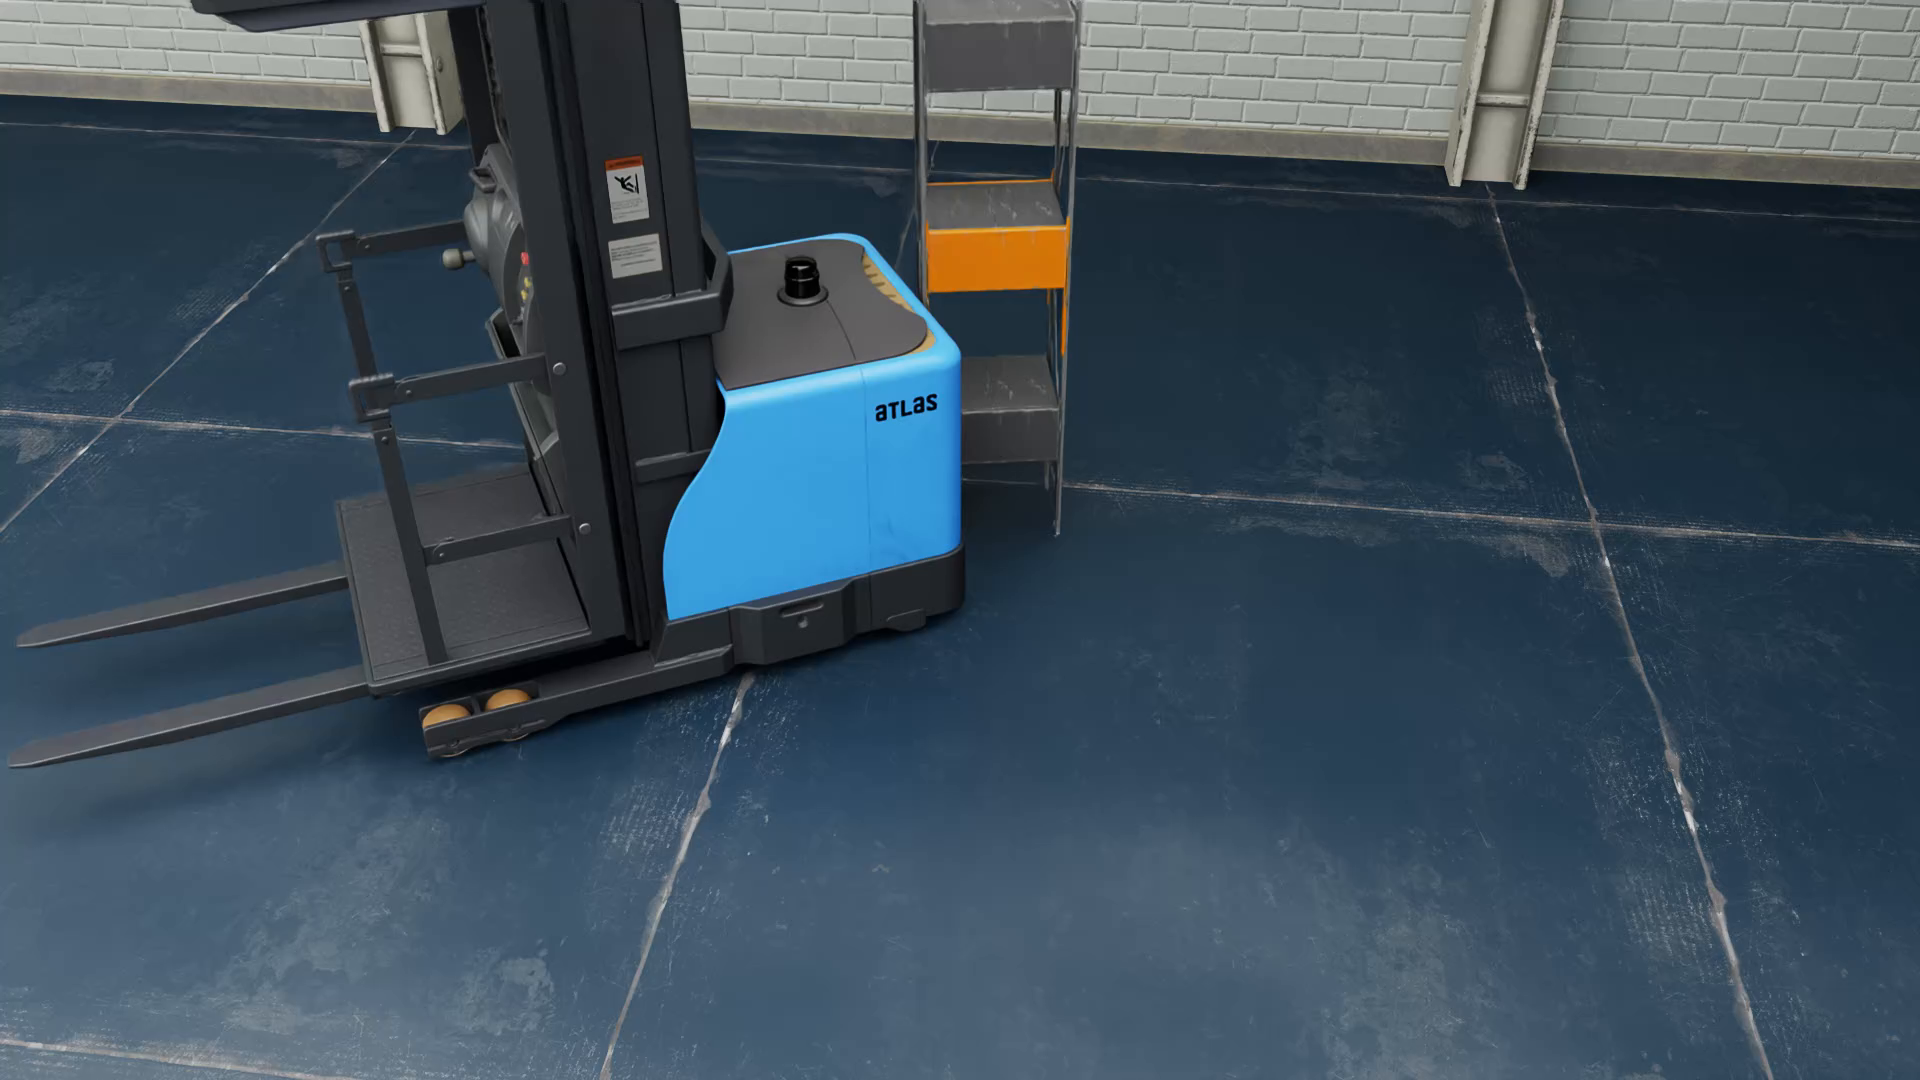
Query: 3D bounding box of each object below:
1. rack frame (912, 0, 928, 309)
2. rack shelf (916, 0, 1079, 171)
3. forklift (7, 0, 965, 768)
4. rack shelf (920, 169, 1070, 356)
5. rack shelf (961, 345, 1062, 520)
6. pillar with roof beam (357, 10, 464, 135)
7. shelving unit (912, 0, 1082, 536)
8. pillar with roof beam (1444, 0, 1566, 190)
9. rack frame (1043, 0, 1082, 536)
[{"bbox_3d":[-0.134,-0.963,5.792,0.015,2.100,0.400,-3,36,-4],"label":"rack frame"},{"bbox_3d":[0.110,-1.533,5.409,0.480,0.518,0.431,-3,36,-4],"label":"rack shelf"},{"bbox_3d":[-1.549,-0.853,4.923,3.031,2.935,1.130,-13,38,-18],"label":"forklift"},{"bbox_3d":[0.110,-0.964,5.816,0.480,0.518,0.431,-3,36,-4],"label":"rack shelf"},{"bbox_3d":[0.110,-0.394,6.223,0.480,0.518,0.431,-3,36,-4],"label":"rack shelf"},{"bbox_3d":[-3.658,-3.599,3.546,0.400,9.000,9.100,4,36,6],"label":"pillar with roof beam"},{"bbox_3d":[0.110,-0.975,5.808,0.503,2.100,0.431,-3,36,-4],"label":"shelving unit"},{"bbox_3d":[2.293,-3.155,2.924,0.400,9.000,9.100,4,36,6],"label":"pillar with roof beam"},{"bbox_3d":[0.353,-0.986,5.824,0.015,2.100,0.400,-3,36,-4],"label":"rack frame"}]
